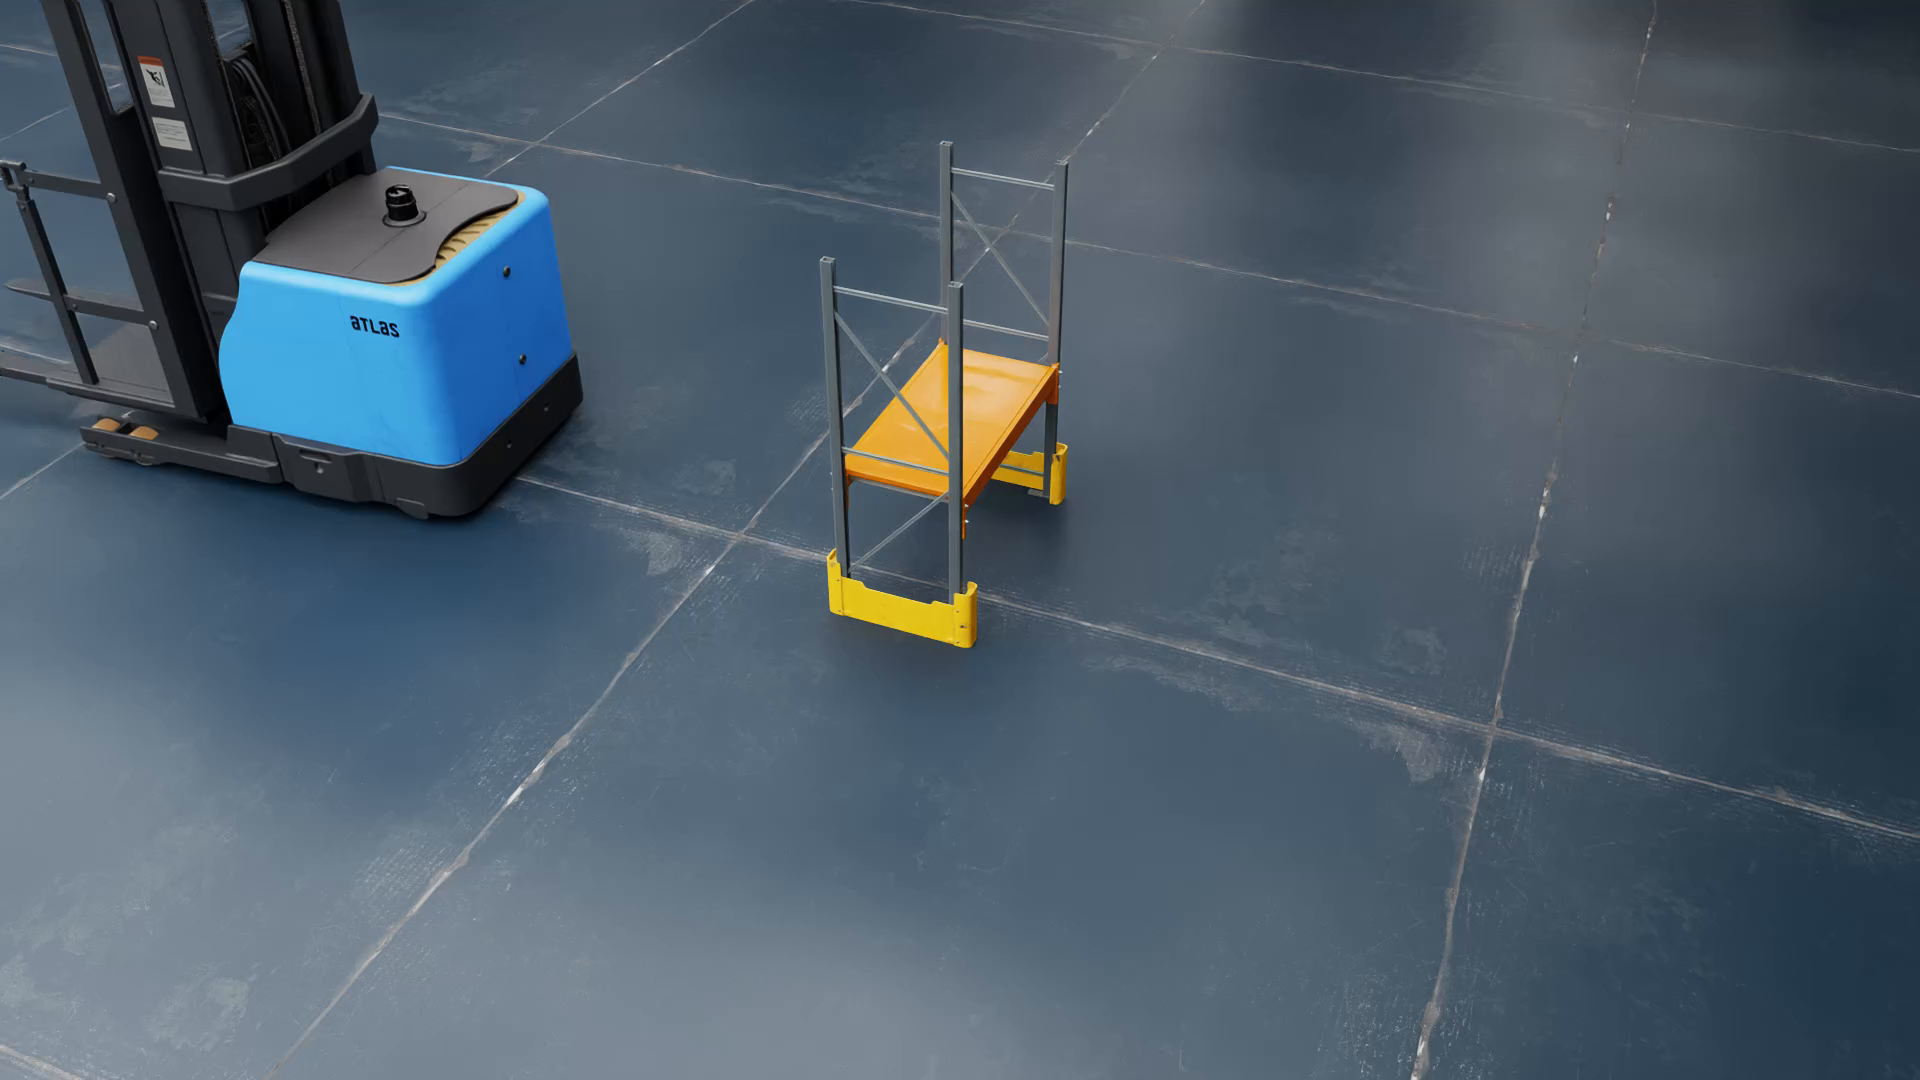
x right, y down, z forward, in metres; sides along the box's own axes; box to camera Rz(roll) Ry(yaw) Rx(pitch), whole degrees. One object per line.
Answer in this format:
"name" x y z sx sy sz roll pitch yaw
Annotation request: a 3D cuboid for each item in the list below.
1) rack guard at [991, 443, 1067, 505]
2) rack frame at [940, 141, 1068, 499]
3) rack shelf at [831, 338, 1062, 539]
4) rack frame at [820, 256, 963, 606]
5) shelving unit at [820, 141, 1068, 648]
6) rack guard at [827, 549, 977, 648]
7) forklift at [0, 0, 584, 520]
"rack guard" 0.160 -0.334 6.988 0.587 0.250 0.087 14 39 18
"rack frame" 0.161 -0.835 6.614 0.500 1.500 0.032 14 39 18
"rack shelf" -0.032 -0.409 6.345 0.538 0.185 1.000 14 39 18
"rack frame" -0.226 -0.272 5.861 0.500 1.500 0.032 14 39 18
"shelving unit" -0.029 -0.559 6.245 0.587 1.500 1.083 14 39 18
"rack guard" -0.218 0.218 6.250 0.587 0.250 0.087 14 39 18
"forklift" -3.268 -1.781 6.685 3.031 2.935 1.130 11 38 15
